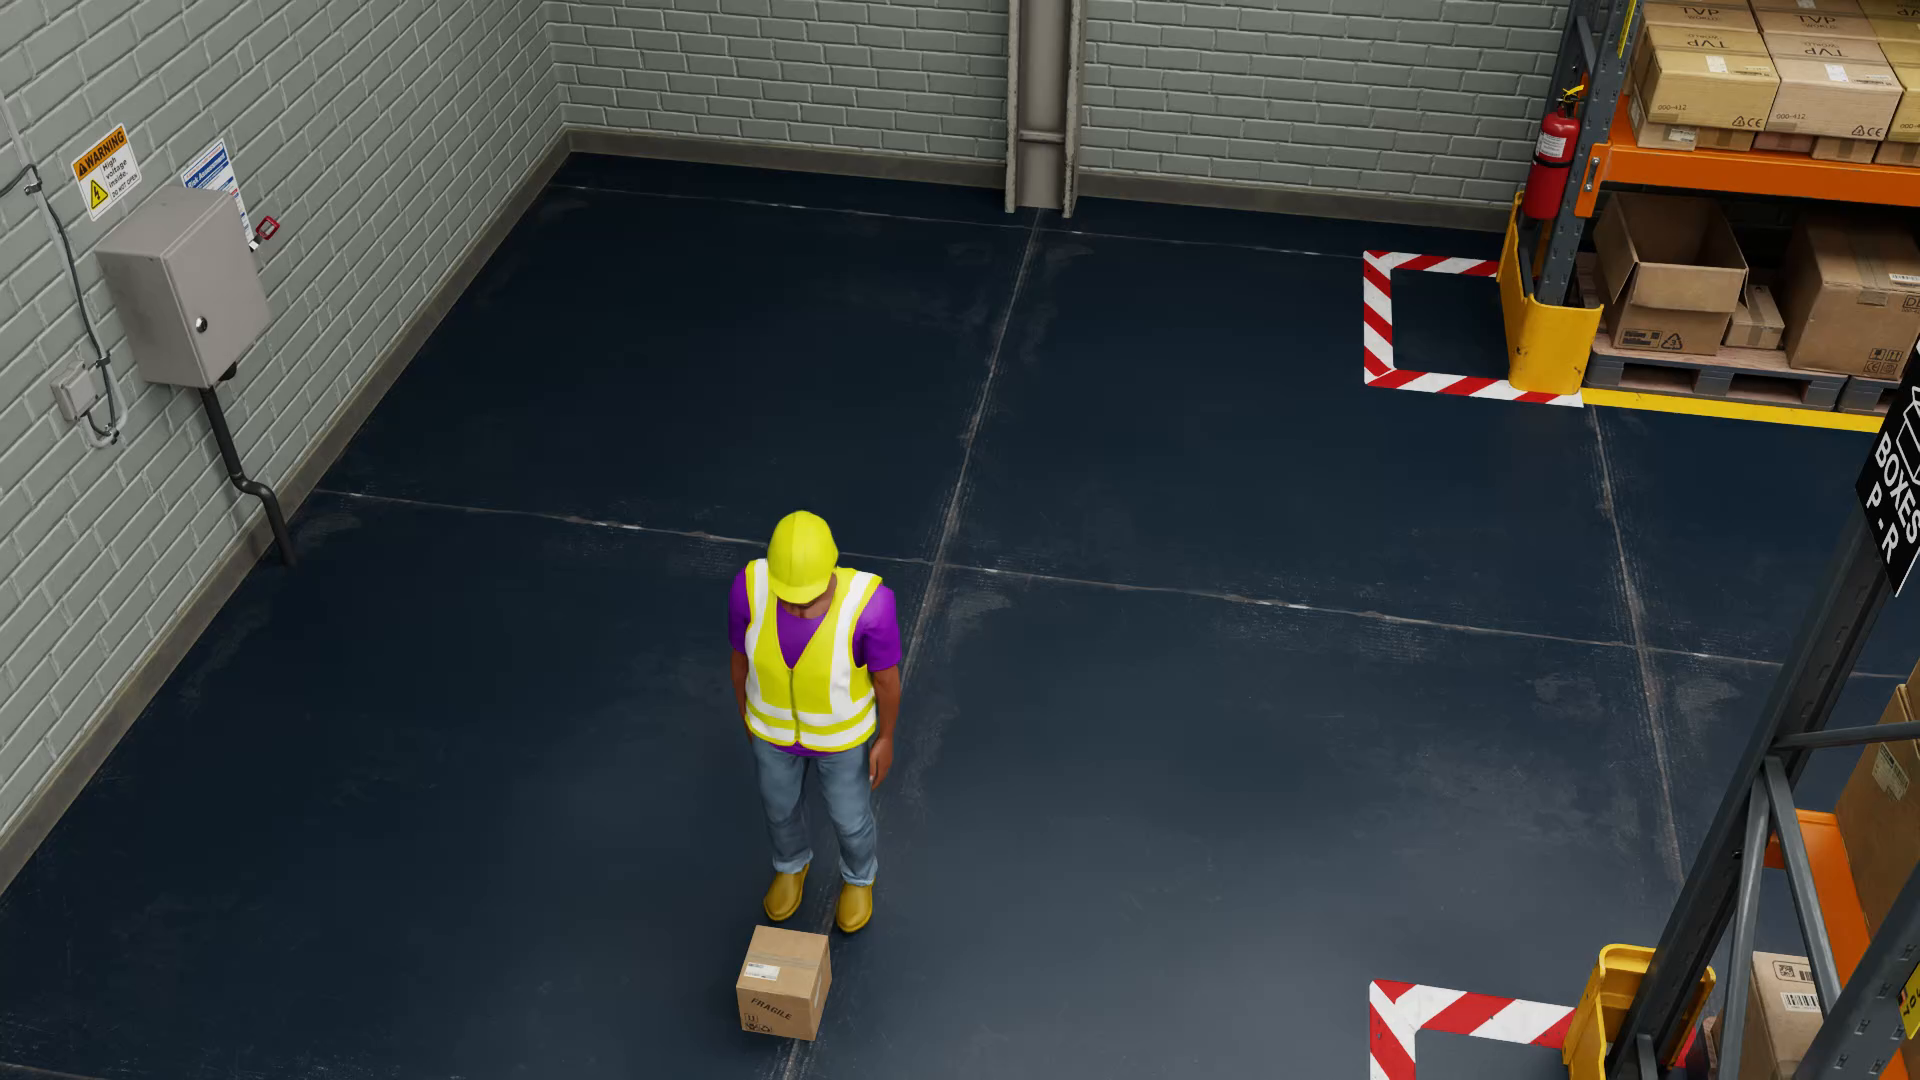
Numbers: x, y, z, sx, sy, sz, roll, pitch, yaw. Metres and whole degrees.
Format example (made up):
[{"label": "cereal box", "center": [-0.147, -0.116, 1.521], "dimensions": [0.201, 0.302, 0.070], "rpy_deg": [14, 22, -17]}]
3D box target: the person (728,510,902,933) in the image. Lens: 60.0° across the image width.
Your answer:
[{"label": "person", "center": [-0.468, 0.599, 5.437], "dimensions": [0.568, 1.760, 0.368], "rpy_deg": [7, 41, 9]}]
